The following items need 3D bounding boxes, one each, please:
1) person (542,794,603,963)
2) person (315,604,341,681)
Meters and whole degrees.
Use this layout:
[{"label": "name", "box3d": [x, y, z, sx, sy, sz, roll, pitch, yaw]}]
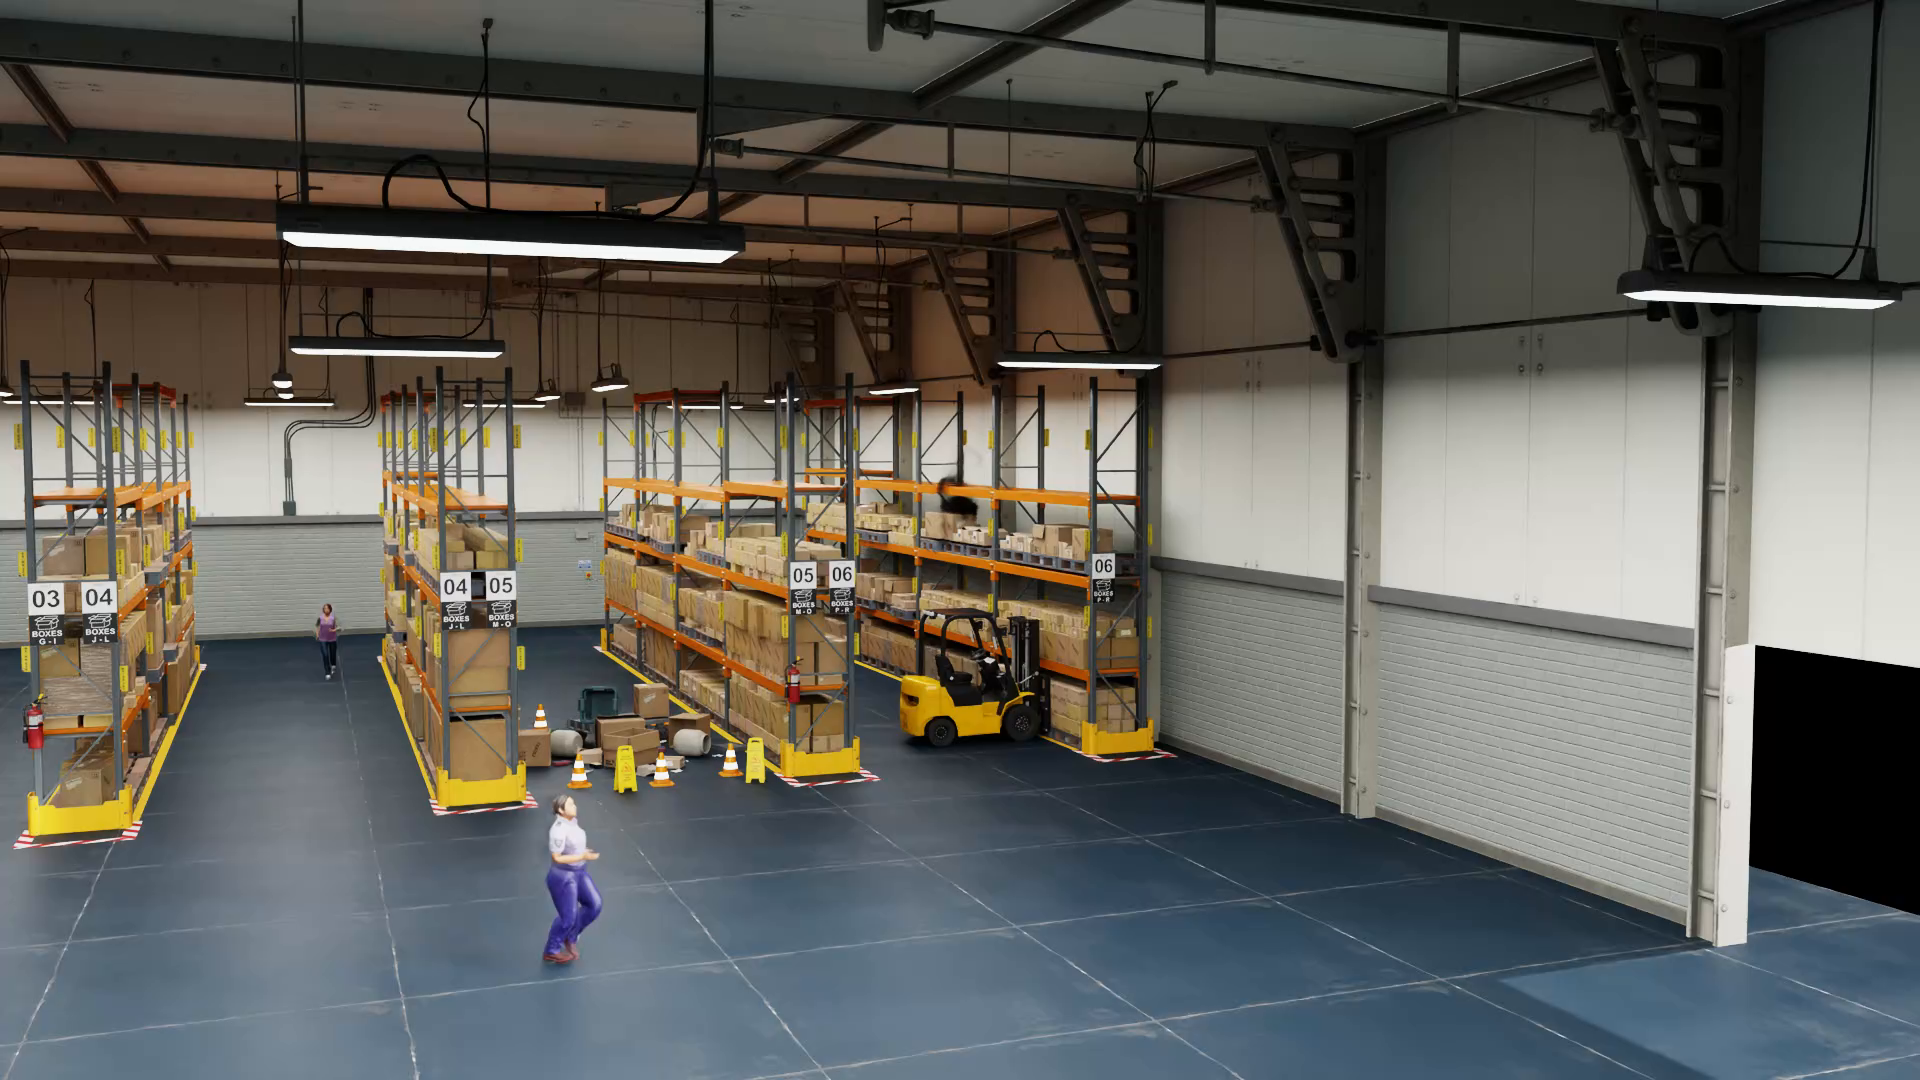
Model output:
[{"label": "person", "box3d": [-3.692, 3.236, 15.889, 0.603, 1.636, 0.588, 1, 3, 9]}, {"label": "person", "box3d": [-13.208, 2.110, 34.761, 0.538, 1.575, 0.804, -1, 4, -16]}]
